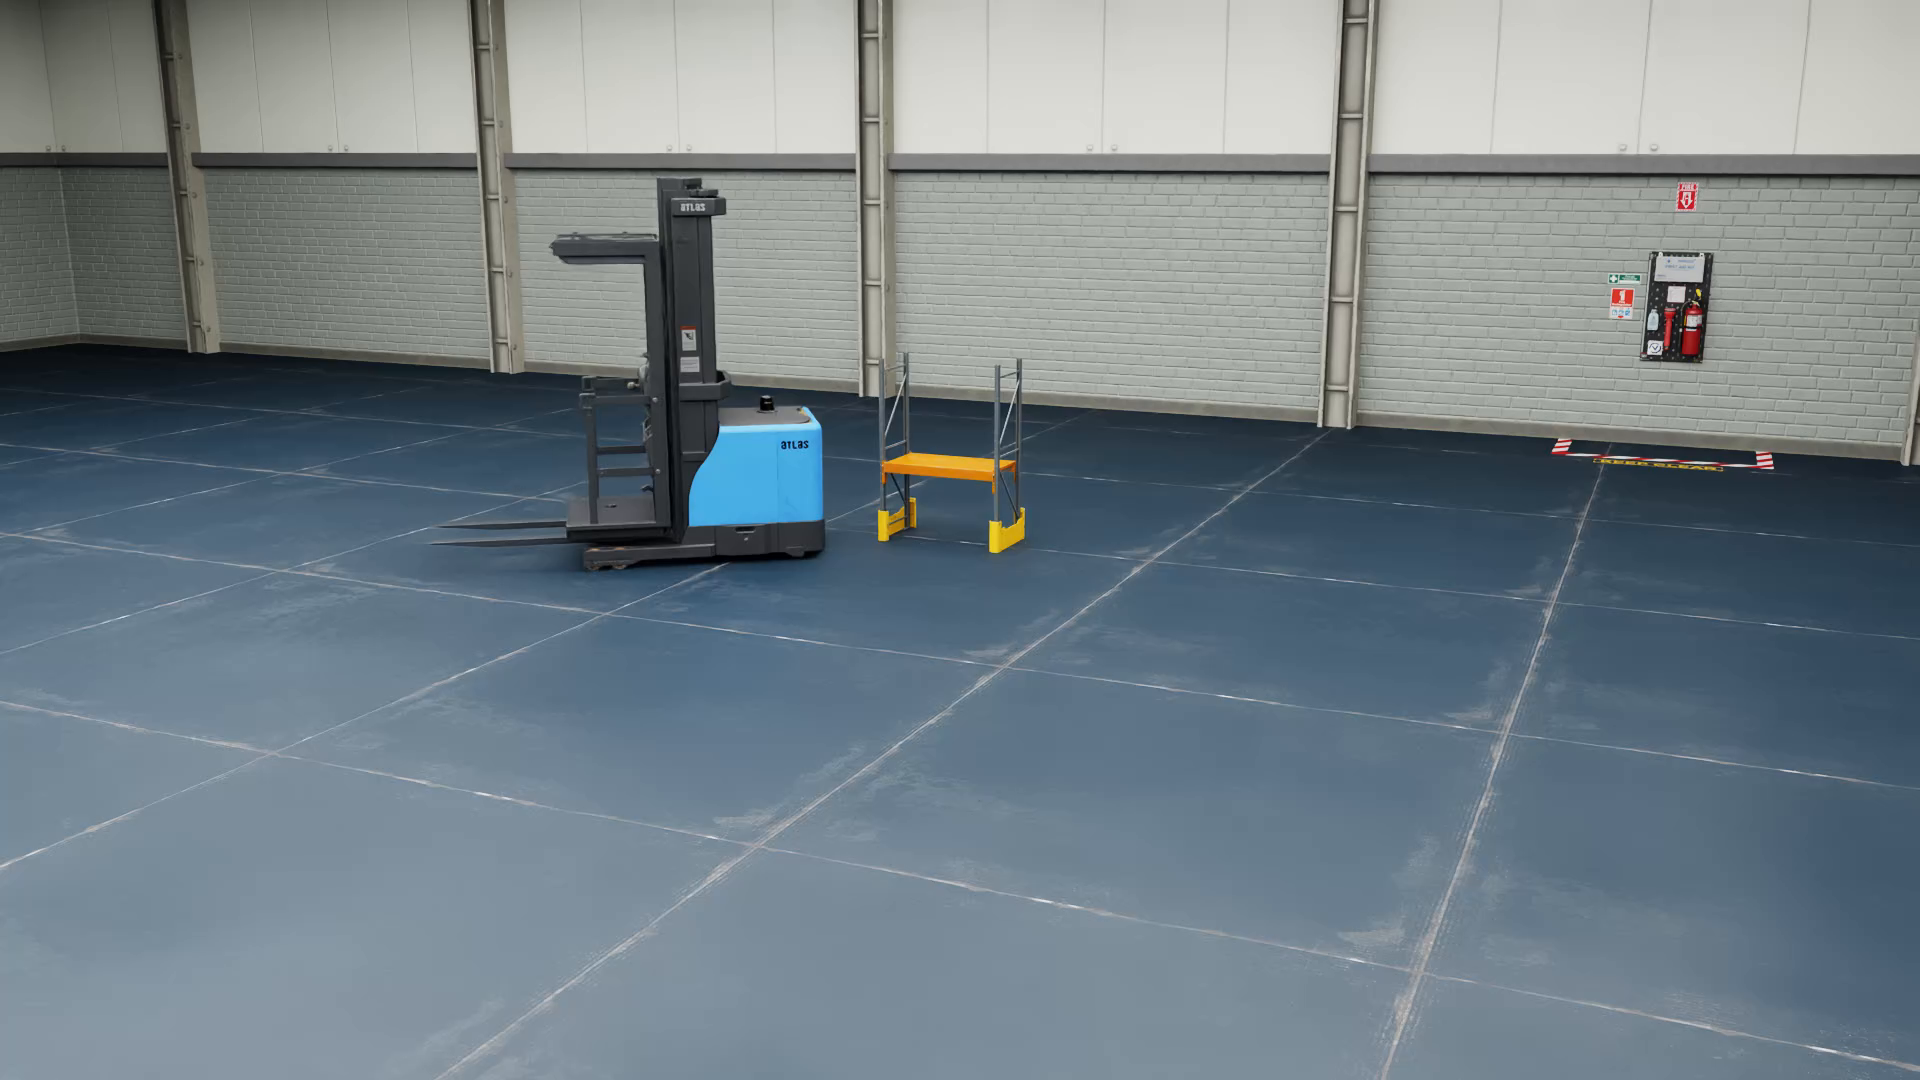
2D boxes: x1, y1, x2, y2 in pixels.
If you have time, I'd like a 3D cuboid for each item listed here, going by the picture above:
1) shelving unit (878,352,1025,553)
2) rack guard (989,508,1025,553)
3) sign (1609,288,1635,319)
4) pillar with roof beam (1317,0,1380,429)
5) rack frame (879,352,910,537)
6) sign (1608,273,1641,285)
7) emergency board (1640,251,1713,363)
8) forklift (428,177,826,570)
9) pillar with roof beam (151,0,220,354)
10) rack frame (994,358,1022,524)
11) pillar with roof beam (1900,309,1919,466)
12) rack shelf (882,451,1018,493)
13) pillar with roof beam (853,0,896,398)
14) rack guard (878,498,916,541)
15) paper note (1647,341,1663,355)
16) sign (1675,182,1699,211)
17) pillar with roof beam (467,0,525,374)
[{"bbox_3d":[-0.070,-0.737,13.614,1.083,1.500,0.587,6,14,23],"label":"shelving unit"},{"bbox_3d":[0.386,-0.083,13.560,0.087,0.250,0.587,6,14,23],"label":"rack guard"},{"bbox_3d":[7.184,-2.566,18.048,0.234,0.329,0.001,6,14,23],"label":"sign"},{"bbox_3d":[2.662,-4.816,14.582,0.400,9.000,9.100,6,14,23],"label":"pillar with roof beam"},{"bbox_3d":[-0.543,-0.785,13.818,0.032,1.500,0.500,6,14,23],"label":"rack frame"},{"bbox_3d":[7.184,-2.822,17.978,0.331,0.109,0.001,6,14,23],"label":"sign"},{"bbox_3d":[7.648,-2.476,17.742,0.643,1.169,0.194,6,14,23],"label":"emergency board"},{"bbox_3d":[-2.635,-1.326,12.989,3.031,2.935,1.130,-3,13,-11],"label":"forklift"},{"bbox_3d":[-13.795,-6.482,21.680,0.400,9.000,9.100,6,14,23],"label":"pillar with roof beam"},{"bbox_3d":[0.387,-0.691,13.417,0.032,1.500,0.500,6,14,23],"label":"rack frame"},{"bbox_3d":[8.148,-4.261,12.216,0.400,9.000,9.100,6,14,23],"label":"pillar with roof beam"},{"bbox_3d":[-0.078,-0.563,13.658,1.000,0.185,0.538,6,14,23],"label":"rack shelf"},{"bbox_3d":[-2.824,-5.372,16.948,0.400,9.000,9.100,6,14,23],"label":"pillar with roof beam"},{"bbox_3d":[-0.525,-0.175,13.953,0.087,0.250,0.587,6,14,23],"label":"rack guard"},{"bbox_3d":[7.514,-2.078,17.974,0.142,0.148,0.016,6,14,23],"label":"paper note"},{"bbox_3d":[7.681,-3.626,17.569,0.199,0.298,0.001,6,14,23],"label":"sign"},{"bbox_3d":[-8.310,-5.927,19.314,0.400,9.000,9.100,6,14,23],"label":"pillar with roof beam"}]
